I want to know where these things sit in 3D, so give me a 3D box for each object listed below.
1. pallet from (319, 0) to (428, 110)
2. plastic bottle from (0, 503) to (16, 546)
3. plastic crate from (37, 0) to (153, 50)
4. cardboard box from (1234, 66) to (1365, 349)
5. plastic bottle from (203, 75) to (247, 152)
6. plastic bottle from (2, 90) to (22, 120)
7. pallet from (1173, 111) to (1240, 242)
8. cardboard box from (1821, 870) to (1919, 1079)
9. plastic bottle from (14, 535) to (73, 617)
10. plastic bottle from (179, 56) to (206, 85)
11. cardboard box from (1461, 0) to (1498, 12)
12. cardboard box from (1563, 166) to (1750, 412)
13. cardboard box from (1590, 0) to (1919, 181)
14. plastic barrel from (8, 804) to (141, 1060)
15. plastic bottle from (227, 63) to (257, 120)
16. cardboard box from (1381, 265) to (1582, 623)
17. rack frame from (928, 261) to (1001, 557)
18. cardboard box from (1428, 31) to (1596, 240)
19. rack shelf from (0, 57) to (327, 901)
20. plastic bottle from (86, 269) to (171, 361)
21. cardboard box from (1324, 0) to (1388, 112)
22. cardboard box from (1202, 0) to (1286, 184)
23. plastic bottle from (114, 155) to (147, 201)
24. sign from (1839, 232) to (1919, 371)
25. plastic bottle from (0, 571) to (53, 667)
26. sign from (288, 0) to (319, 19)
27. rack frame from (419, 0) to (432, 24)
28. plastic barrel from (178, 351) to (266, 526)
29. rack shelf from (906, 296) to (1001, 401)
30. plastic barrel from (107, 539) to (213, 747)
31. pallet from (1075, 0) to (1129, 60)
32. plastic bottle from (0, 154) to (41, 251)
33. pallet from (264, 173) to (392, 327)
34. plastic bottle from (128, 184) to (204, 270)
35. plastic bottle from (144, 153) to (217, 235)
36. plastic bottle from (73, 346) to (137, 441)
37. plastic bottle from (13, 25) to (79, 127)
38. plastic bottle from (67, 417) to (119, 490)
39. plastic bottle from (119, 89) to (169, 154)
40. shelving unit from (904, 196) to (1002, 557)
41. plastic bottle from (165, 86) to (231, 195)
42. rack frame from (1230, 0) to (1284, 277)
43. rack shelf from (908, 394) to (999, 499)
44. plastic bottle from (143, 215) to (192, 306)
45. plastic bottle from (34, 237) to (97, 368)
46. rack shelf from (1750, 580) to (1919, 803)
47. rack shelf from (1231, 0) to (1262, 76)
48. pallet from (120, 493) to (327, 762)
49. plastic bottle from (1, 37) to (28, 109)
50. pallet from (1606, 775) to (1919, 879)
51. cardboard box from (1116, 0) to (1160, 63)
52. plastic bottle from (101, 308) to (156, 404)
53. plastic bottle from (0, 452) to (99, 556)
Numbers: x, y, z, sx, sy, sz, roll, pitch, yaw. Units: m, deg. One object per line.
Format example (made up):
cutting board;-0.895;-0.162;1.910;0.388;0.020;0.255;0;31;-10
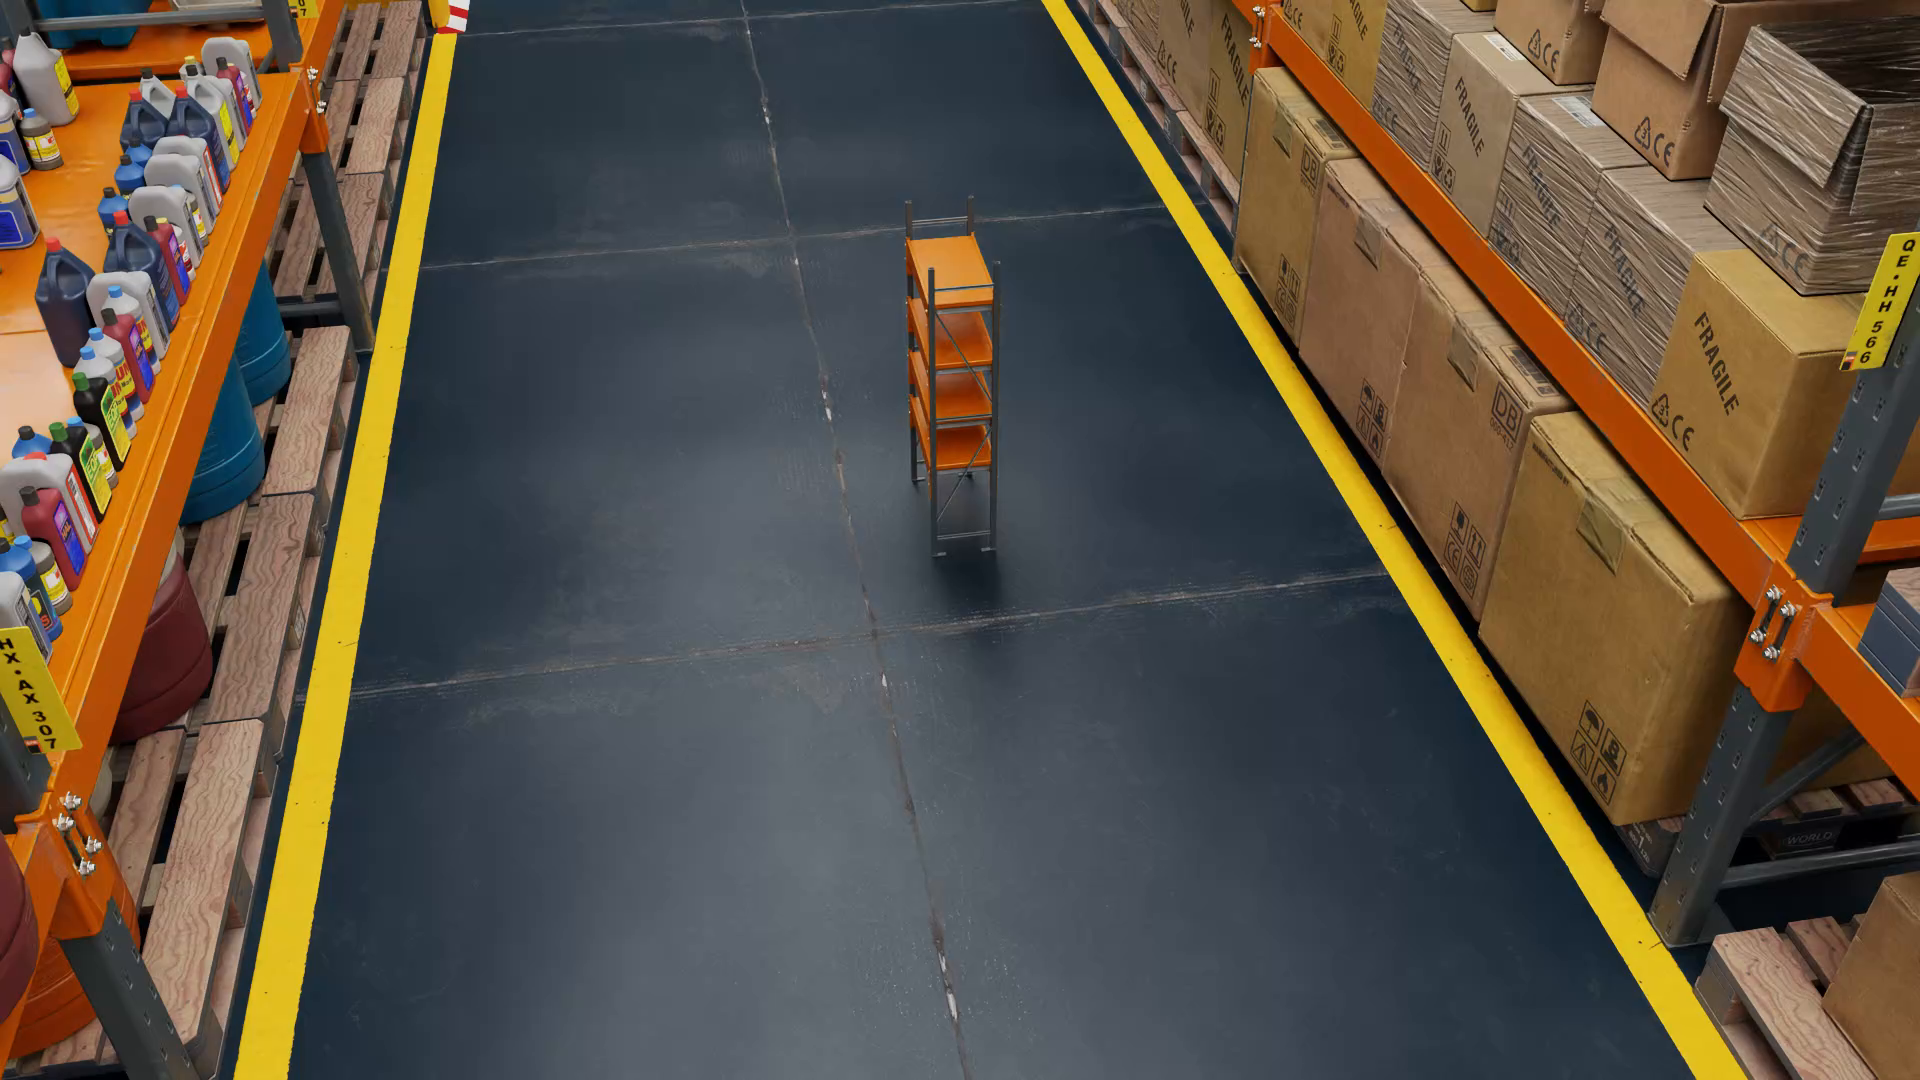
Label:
pallet;-3.675;-2.800;9.682;1.003;0.211;1.213;-6;38;-8
plastic bottle;-2.337;-0.044;4.024;0.097;0.201;0.097;0;38;0
plastic crate;-3.498;-2.250;6.666;0.392;0.384;0.575;-6;38;-8
cardboard box;1.928;-1.463;7.077;1.225;0.875;0.875;-6;38;-8
plastic bottle;-2.628;-1.515;5.856;0.152;0.276;0.135;-6;38;-8
plastic bottle;-3.374;-1.494;5.889;0.097;0.201;0.097;0;38;0
pallet;1.740;-1.887;8.507;1.003;0.211;1.213;-6;38;-8
cardboard box;2.635;1.112;4.053;0.700;0.500;0.500;-8;39;-10
plastic bottle;-2.147;0.079;3.865;0.097;0.201;0.097;0;38;0
plastic bottle;-2.812;-1.681;6.131;0.097;0.201;0.097;0;38;0
cardboard box;2.025;-2.155;5.680;0.797;0.503;0.637;-6;38;-7
cardboard box;2.086;-0.717;4.646;0.500;0.500;0.500;-7;38;-8
cardboard box;2.274;-1.377;4.679;0.797;0.503;0.637;-5;38;-7
plastic barrel;-2.481;0.826;4.169;0.600;0.830;0.708;-6;38;-8
plastic bottle;-2.645;-1.639;6.076;0.097;0.201;0.097;0;38;0
cardboard box;2.248;-0.389;5.696;1.225;0.875;0.875;-6;38;-8
rack frame;0.014;-0.426;5.821;0.240;1.200;0.015;-6;38;-8
cardboard box;1.903;-1.338;5.445;0.500;0.500;0.500;-6;38;-7
rack shelf;-2.729;-0.496;5.029;1.077;0.370;4.000;-6;38;-8
plastic bottle;-2.379;-0.656;4.751;0.152;0.276;0.135;-6;38;-8
cardboard box;1.720;-1.952;6.236;0.500;0.500;0.500;-6;38;-8
cardboard box;1.759;-2.254;8.096;0.875;0.875;0.875;-6;38;-8
plastic bottle;-2.636;-1.102;5.329;0.097;0.271;0.097;0;38;0
sign;1.952;-0.500;3.505;0.100;0.325;0.005;-6;38;-8
plastic bottle;-2.136;0.181;3.673;0.152;0.276;0.135;-6;38;-8
sign;-2.538;-2.155;6.353;0.100;0.325;0.005;-6;38;-8
rack frame;-3.781;-4.404;9.473;1.000;3.000;0.127;-6;38;-8
plastic barrel;-2.877;-0.567;5.903;0.600;0.901;0.708;-6;38;-8
rack shelf;-0.029;-0.697;5.915;0.258;0.148;0.480;-6;38;-8
plastic barrel;-2.679;0.239;5.121;0.600;0.588;0.708;-6;38;-8
pallet;1.312;-3.361;10.404;1.003;0.211;1.213;-6;38;-8
plastic bottle;-3.062;-1.075;5.290;0.152;0.276;0.135;-6;38;-8
pallet;-3.247;-1.326;7.785;1.003;0.211;1.213;-6;38;-8
plastic bottle;-2.476;-0.989;5.179;0.152;0.276;0.135;-6;38;-8
plastic bottle;-2.516;-1.129;5.359;0.152;0.276;0.135;-6;38;-8
plastic bottle;-2.275;-0.389;4.411;0.097;0.271;0.097;0;38;0
plastic bottle;-3.330;-1.696;6.029;0.144;0.351;0.185;-6;38;-8
plastic bottle;-2.234;-0.222;4.253;0.097;0.201;0.097;0;38;0
plastic bottle;-2.706;-1.321;5.546;0.144;0.351;0.185;-6;38;-8
shelving unit;-0.029;-0.574;6.011;0.258;1.200;0.503;-6;38;-8
plastic bottle;-2.564;-1.337;5.566;0.144;0.351;0.185;-6;38;-8
rack frame;1.796;-2.520;7.049;1.000;3.000;0.127;-6;38;-8
rack shelf;-0.029;-0.364;6.174;0.258;0.148;0.480;-6;38;-8
plastic bottle;-2.390;-0.857;5.003;0.061;0.283;0.133;-6;38;-8
plastic bottle;-2.530;-0.685;4.727;0.144;0.351;0.185;-6;38;-8
rack shelf;2.848;1.388;2.605;1.077;0.370;4.000;-6;38;-8
rack shelf;1.446;-3.444;8.825;1.077;0.370;4.000;-6;38;-8
pallet;-2.768;0.323;5.663;1.003;0.211;1.213;-6;38;-8
plastic bottle;-3.436;-1.674;6.055;0.061;0.283;0.133;-6;38;-8
pallet;2.434;0.513;5.418;1.003;0.211;1.213;-6;38;-8
cardboard box;1.446;-3.336;9.488;0.875;0.875;0.875;-6;38;-8
plastic bottle;-2.294;-0.525;4.575;0.061;0.283;0.133;-6;38;-8
plastic bottle;-2.217;-0.098;4.033;0.152;0.276;0.135;-6;38;-8
